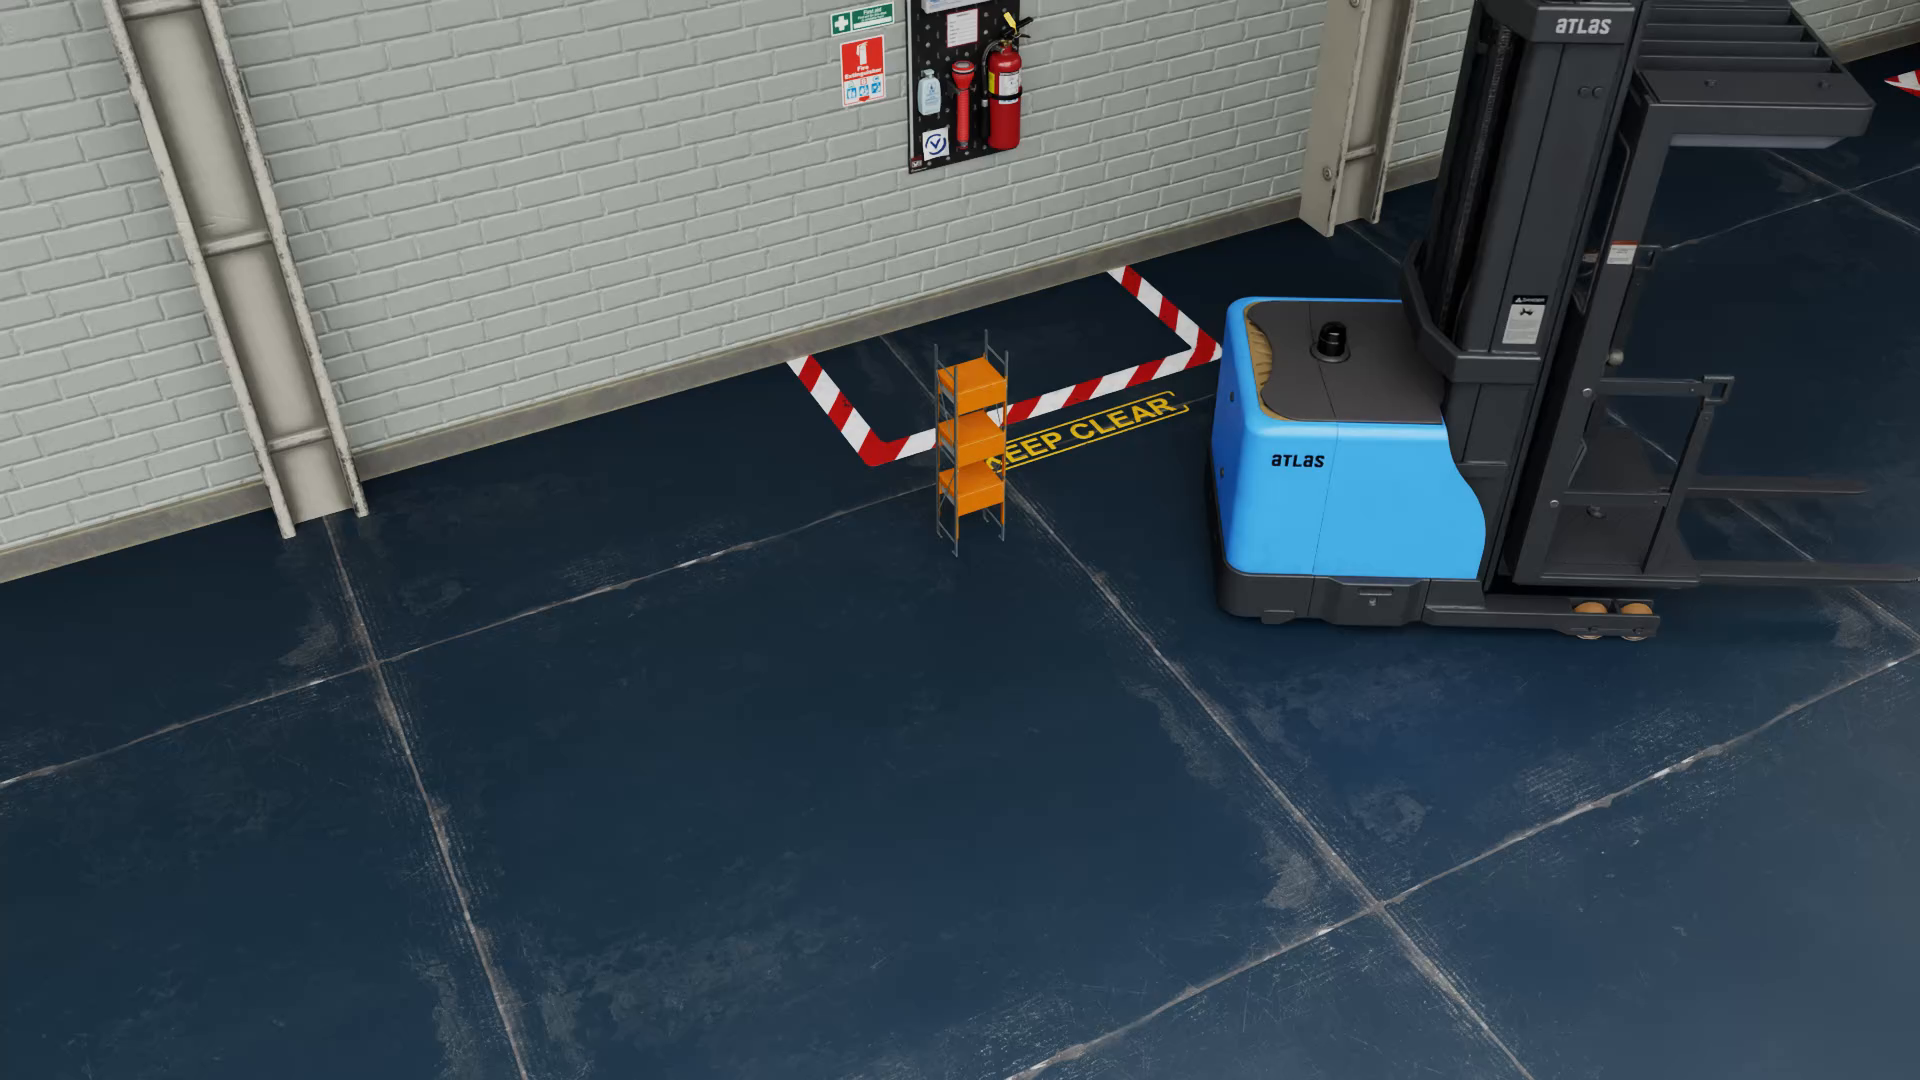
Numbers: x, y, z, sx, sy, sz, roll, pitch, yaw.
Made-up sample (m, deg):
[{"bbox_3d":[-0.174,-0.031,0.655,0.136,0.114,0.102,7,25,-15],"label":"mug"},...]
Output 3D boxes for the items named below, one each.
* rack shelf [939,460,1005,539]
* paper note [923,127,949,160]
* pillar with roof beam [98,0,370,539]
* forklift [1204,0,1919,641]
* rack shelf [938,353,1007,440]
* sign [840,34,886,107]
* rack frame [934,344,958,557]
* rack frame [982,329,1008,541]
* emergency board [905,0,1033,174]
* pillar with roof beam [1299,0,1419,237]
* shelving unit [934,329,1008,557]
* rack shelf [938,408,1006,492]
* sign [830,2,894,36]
[{"bbox_3d":[0.047,-0.196,7.605,0.240,0.259,0.215,-19,44,-21],"label":"rack shelf"},{"bbox_3d":[-0.122,-2.022,8.488,0.142,0.148,0.016,-19,44,-21],"label":"paper note"},{"bbox_3d":[-1.056,-1.120,2.097,0.400,9.000,9.100,-19,44,-21],"label":"pillar with roof beam"},{"bbox_3d":[2.664,-1.034,6.692,3.031,2.935,1.130,1,40,2],"label":"forklift"},{"bbox_3d":[0.047,-0.625,7.242,0.240,0.259,0.215,-19,44,-21],"label":"rack shelf"},{"bbox_3d":[-0.471,-2.279,8.082,0.234,0.329,0.001,-19,44,-21],"label":"sign"},{"bbox_3d":[-0.061,-0.380,7.376,0.008,1.050,0.200,-19,44,-21],"label":"rack frame"},{"bbox_3d":[0.156,-0.453,7.462,0.008,1.050,0.200,-19,44,-21],"label":"rack frame"},{"bbox_3d":[0.067,-2.372,8.219,0.643,1.169,0.194,-19,44,-21],"label":"emergency board"},{"bbox_3d":[4.265,-2.910,4.212,0.400,9.000,9.100,-19,44,-21],"label":"pillar with roof beam"},{"bbox_3d":[0.047,-0.417,7.419,0.252,1.050,0.215,-19,44,-21],"label":"shelving unit"},{"bbox_3d":[0.047,-0.409,7.425,0.240,0.259,0.215,-19,44,-21],"label":"rack shelf"},{"bbox_3d":[-0.463,-2.478,7.907,0.331,0.109,0.001,-19,44,-21],"label":"sign"}]
